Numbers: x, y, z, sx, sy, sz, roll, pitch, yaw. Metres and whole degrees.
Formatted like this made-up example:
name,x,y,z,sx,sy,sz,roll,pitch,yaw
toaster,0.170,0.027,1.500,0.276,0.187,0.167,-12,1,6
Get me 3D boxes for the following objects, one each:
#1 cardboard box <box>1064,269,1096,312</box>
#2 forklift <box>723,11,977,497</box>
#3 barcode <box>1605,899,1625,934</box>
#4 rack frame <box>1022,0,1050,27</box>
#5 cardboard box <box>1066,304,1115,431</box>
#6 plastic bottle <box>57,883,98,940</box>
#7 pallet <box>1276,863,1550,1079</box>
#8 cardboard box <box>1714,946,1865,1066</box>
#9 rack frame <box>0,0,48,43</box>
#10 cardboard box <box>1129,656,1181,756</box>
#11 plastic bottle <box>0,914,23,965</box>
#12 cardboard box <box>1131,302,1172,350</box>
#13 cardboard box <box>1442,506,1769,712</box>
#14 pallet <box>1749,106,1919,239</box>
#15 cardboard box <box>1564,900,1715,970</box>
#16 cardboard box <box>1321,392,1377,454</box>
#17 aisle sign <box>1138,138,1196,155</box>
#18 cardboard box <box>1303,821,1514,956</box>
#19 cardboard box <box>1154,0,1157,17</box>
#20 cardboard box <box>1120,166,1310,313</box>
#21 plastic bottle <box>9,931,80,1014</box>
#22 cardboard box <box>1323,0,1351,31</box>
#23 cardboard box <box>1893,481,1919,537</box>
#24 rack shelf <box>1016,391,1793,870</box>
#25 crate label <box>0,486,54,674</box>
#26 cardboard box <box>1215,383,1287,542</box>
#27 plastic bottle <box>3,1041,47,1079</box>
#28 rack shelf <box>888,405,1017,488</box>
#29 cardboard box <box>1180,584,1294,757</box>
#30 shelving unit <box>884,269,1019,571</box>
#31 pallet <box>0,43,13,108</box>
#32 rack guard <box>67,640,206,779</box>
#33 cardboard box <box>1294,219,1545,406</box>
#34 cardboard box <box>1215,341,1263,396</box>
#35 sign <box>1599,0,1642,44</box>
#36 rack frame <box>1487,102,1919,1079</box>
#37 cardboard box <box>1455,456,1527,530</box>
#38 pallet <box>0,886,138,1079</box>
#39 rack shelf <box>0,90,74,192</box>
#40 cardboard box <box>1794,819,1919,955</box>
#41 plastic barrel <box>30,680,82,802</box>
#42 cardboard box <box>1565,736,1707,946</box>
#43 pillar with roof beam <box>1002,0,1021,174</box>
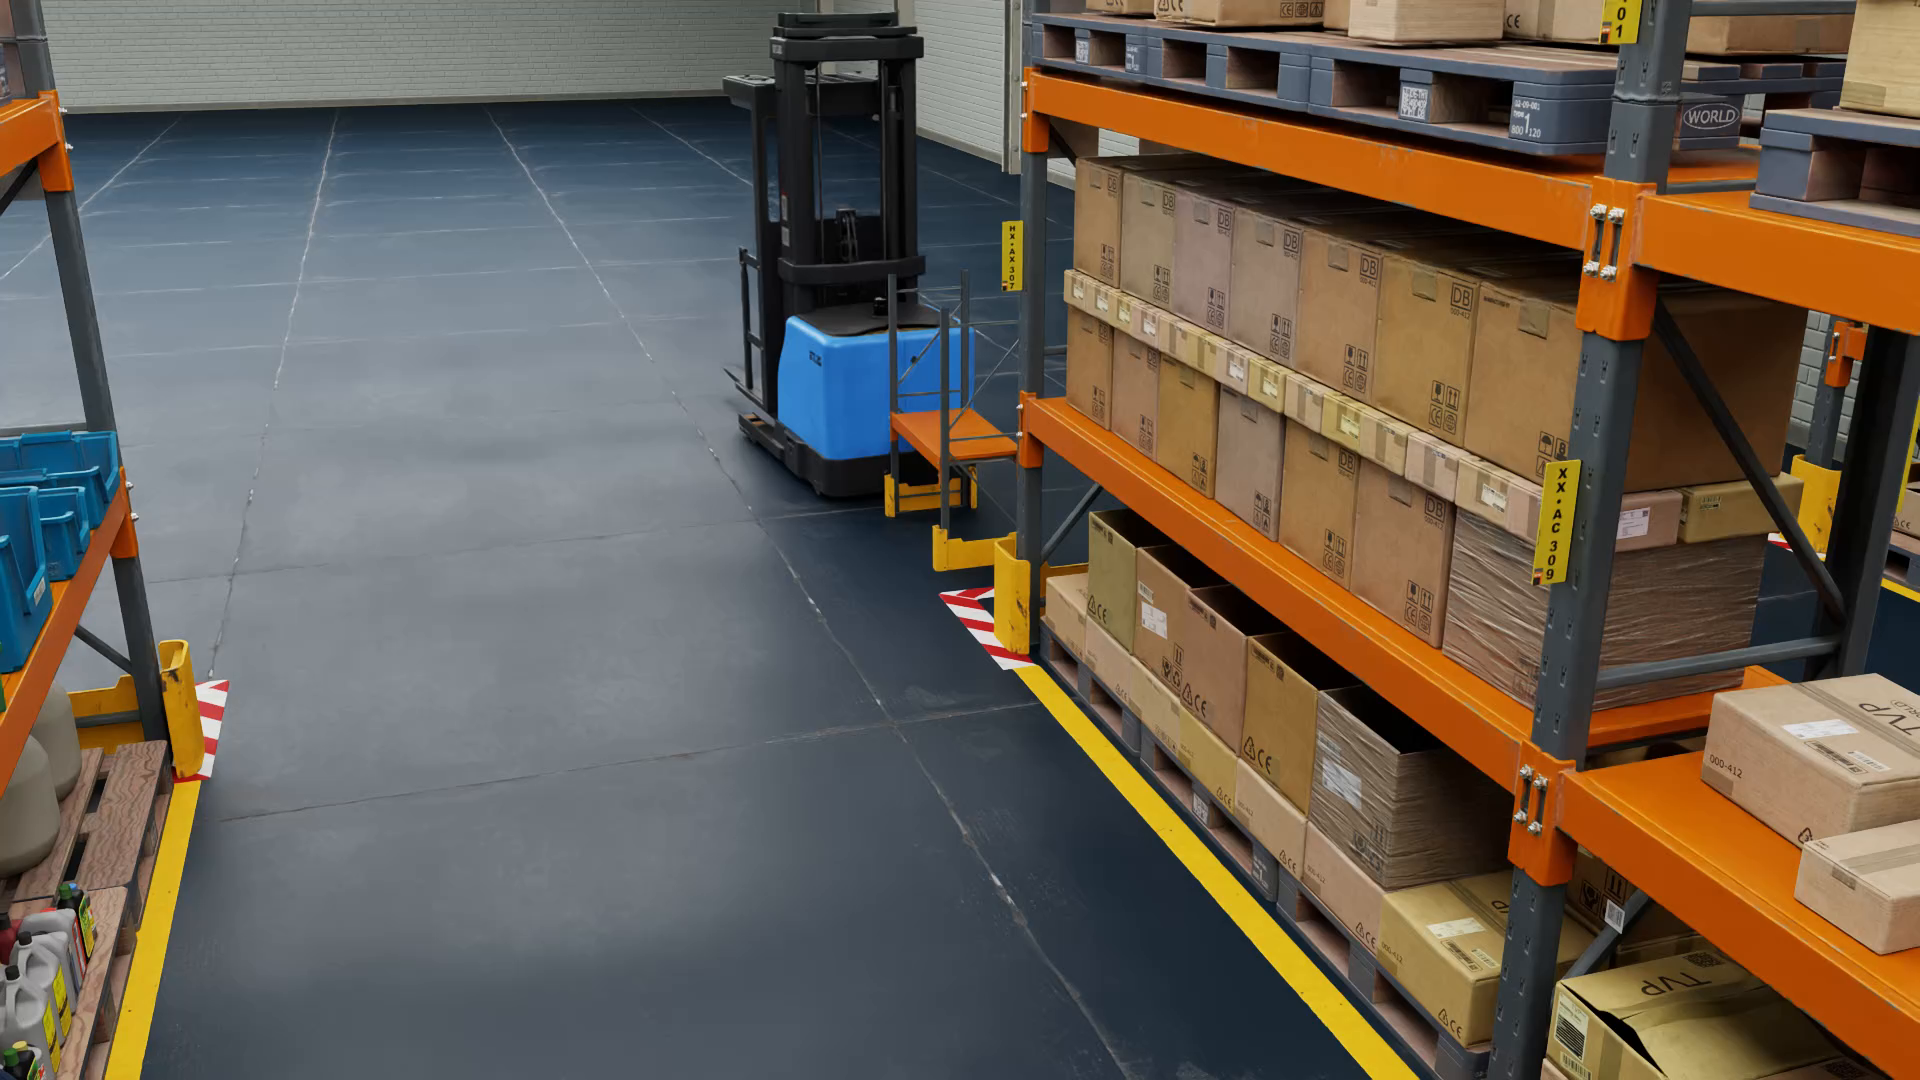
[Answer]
name,x,y,z,sx,sy,sz,roll,pitch,yaw
cardboard box,0.693,-1.144,7.557,0.380,0.149,0.250,-7,21,-18
forklift,-0.943,-2.110,11.455,1.130,2.935,3.031,-8,21,-22
barcode,1.716,0.987,4.359,0.001,0.075,0.075,-6,21,-17
rack frame,0.774,-3.764,7.084,1.000,3.000,0.127,-6,21,-17
cardboard box,0.909,-0.837,7.660,0.700,0.500,0.500,-6,21,-17
plastic bottle,-2.936,1.237,5.524,0.097,0.201,0.097,0,20,0
pallet,1.821,1.396,5.719,1.003,0.211,1.213,-6,21,-17
cardboard box,2.431,1.275,4.546,0.500,0.311,0.500,-6,21,-17
rack frame,-3.929,-3.239,5.622,1.000,3.000,0.127,-6,21,-17
cardboard box,1.049,0.672,7.055,0.500,0.250,0.500,-6,21,-17
plastic bottle,-2.984,1.294,5.245,0.061,0.283,0.133,-6,21,-17
cardboard box,0.933,-0.898,6.873,0.380,0.149,0.250,-7,21,-18
cardboard box,1.886,0.154,4.902,0.700,0.500,0.500,-7,21,-19
pallet,2.321,-0.697,3.266,0.805,0.209,1.217,-7,21,-19
cardboard box,2.173,1.258,5.422,0.500,0.250,0.500,-6,21,-17
cardboard box,1.424,-0.401,5.487,0.380,0.149,0.250,-6,21,-17
aisle sign,1.032,-2.216,7.804,0.394,0.787,0.004,-6,21,-17
cardboard box,1.530,1.152,5.718,0.500,0.250,0.500,-6,21,-17
cardboard box,0.977,-2.101,6.436,0.380,0.149,0.250,-6,21,-17
cardboard box,1.096,-1.262,6.926,0.700,0.500,0.500,-7,21,-19
plastic bottle,-2.839,1.330,5.154,0.152,0.276,0.135,-7,21,-19
cardboard box,1.633,-1.923,5.414,0.797,0.503,0.637,-4,20,-11
cardboard box,5.608,-0.178,9.302,0.500,0.311,0.500,-9,22,-23
rack shelf,1.403,0.040,6.433,1.077,0.370,4.000,-6,21,-17
crate label,-3.094,0.130,5.066,0.502,0.435,0.616,-6,21,-17
cardboard box,1.398,-0.340,6.278,0.700,0.500,0.500,-6,21,-16
plastic bottle,-2.658,1.521,4.734,0.097,0.201,0.097,0,20,0
rack shelf,-0.027,-0.564,9.800,0.538,0.185,1.000,-6,21,-17
cardboard box,1.200,0.480,6.479,0.500,0.500,0.500,-6,21,-17
shelving unit,-0.024,-0.730,9.731,0.587,1.500,1.083,-6,21,-17
pallet,-3.762,-1.463,5.393,1.003,0.211,1.213,-6,21,-17
rack guard,-3.861,0.780,7.005,1.175,0.500,0.348,-6,21,-17
cardboard box,1.569,-0.779,5.582,0.700,0.500,0.500,-6,21,-17
cardboard box,1.175,-0.651,6.184,0.380,0.149,0.250,-6,21,-17
sign,1.505,-1.290,3.751,0.100,0.325,0.005,-6,21,-17
rack frame,2.031,0.343,4.524,1.000,3.000,0.127,-6,21,-17
cardboard box,1.667,-0.153,4.799,0.380,0.149,0.250,-7,21,-18
pallet,-3.231,1.568,5.238,1.003,0.211,1.213,-6,21,-17
rack shelf,-3.301,-0.847,4.464,1.077,0.370,4.000,-6,21,-17
cardboard box,2.116,0.767,3.715,0.380,0.149,0.250,-6,21,-17
plastic barrel,-3.650,0.761,6.420,0.421,0.512,0.421,0,20,0
cardboard box,2.183,0.904,5.298,0.500,0.500,0.500,-6,21,-17
pillar with roof beam,-3.228,-9.478,22.992,9.100,9.000,0.400,-6,21,-17
